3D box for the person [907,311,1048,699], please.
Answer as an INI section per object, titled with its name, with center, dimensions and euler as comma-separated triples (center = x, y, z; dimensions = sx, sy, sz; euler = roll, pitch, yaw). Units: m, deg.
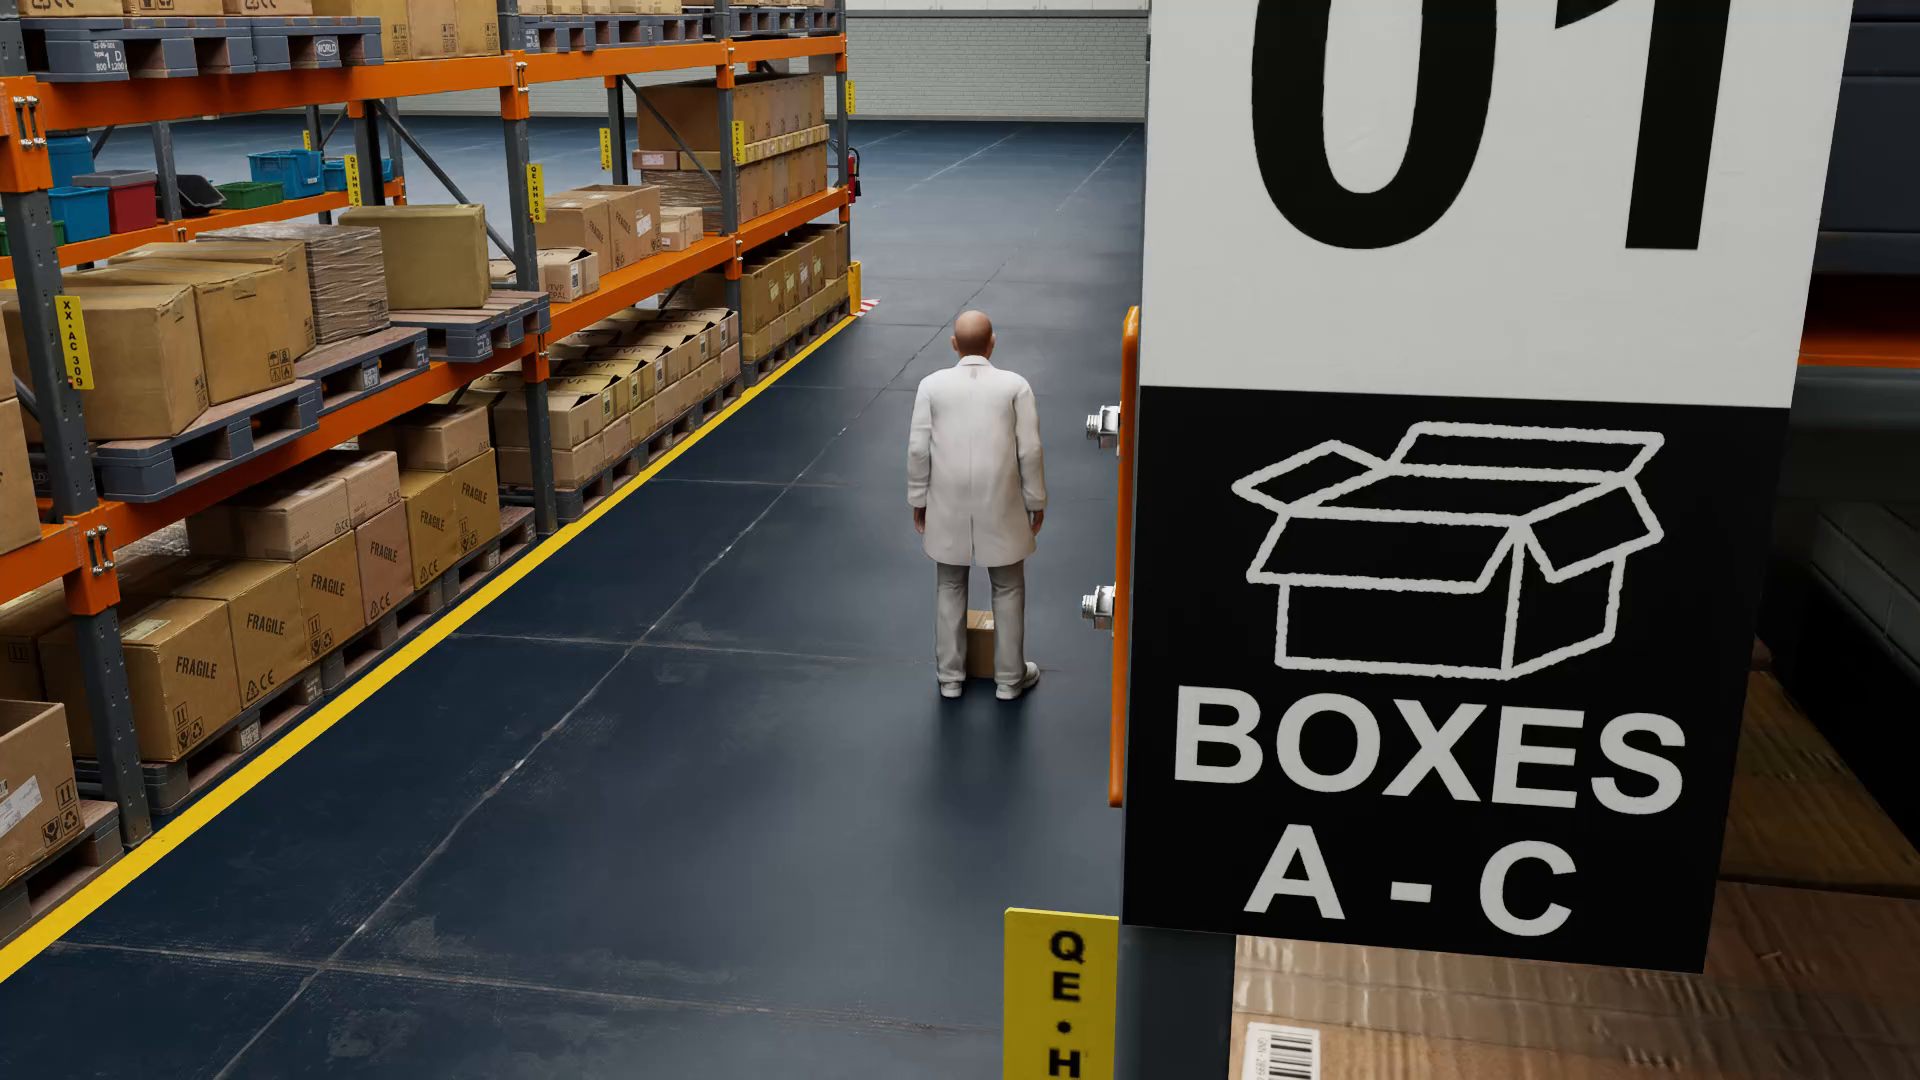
[person]
center = 0.077, -0.151, 7.551
dimensions = 0.644, 1.773, 0.425
euler = 2, 18, 7
